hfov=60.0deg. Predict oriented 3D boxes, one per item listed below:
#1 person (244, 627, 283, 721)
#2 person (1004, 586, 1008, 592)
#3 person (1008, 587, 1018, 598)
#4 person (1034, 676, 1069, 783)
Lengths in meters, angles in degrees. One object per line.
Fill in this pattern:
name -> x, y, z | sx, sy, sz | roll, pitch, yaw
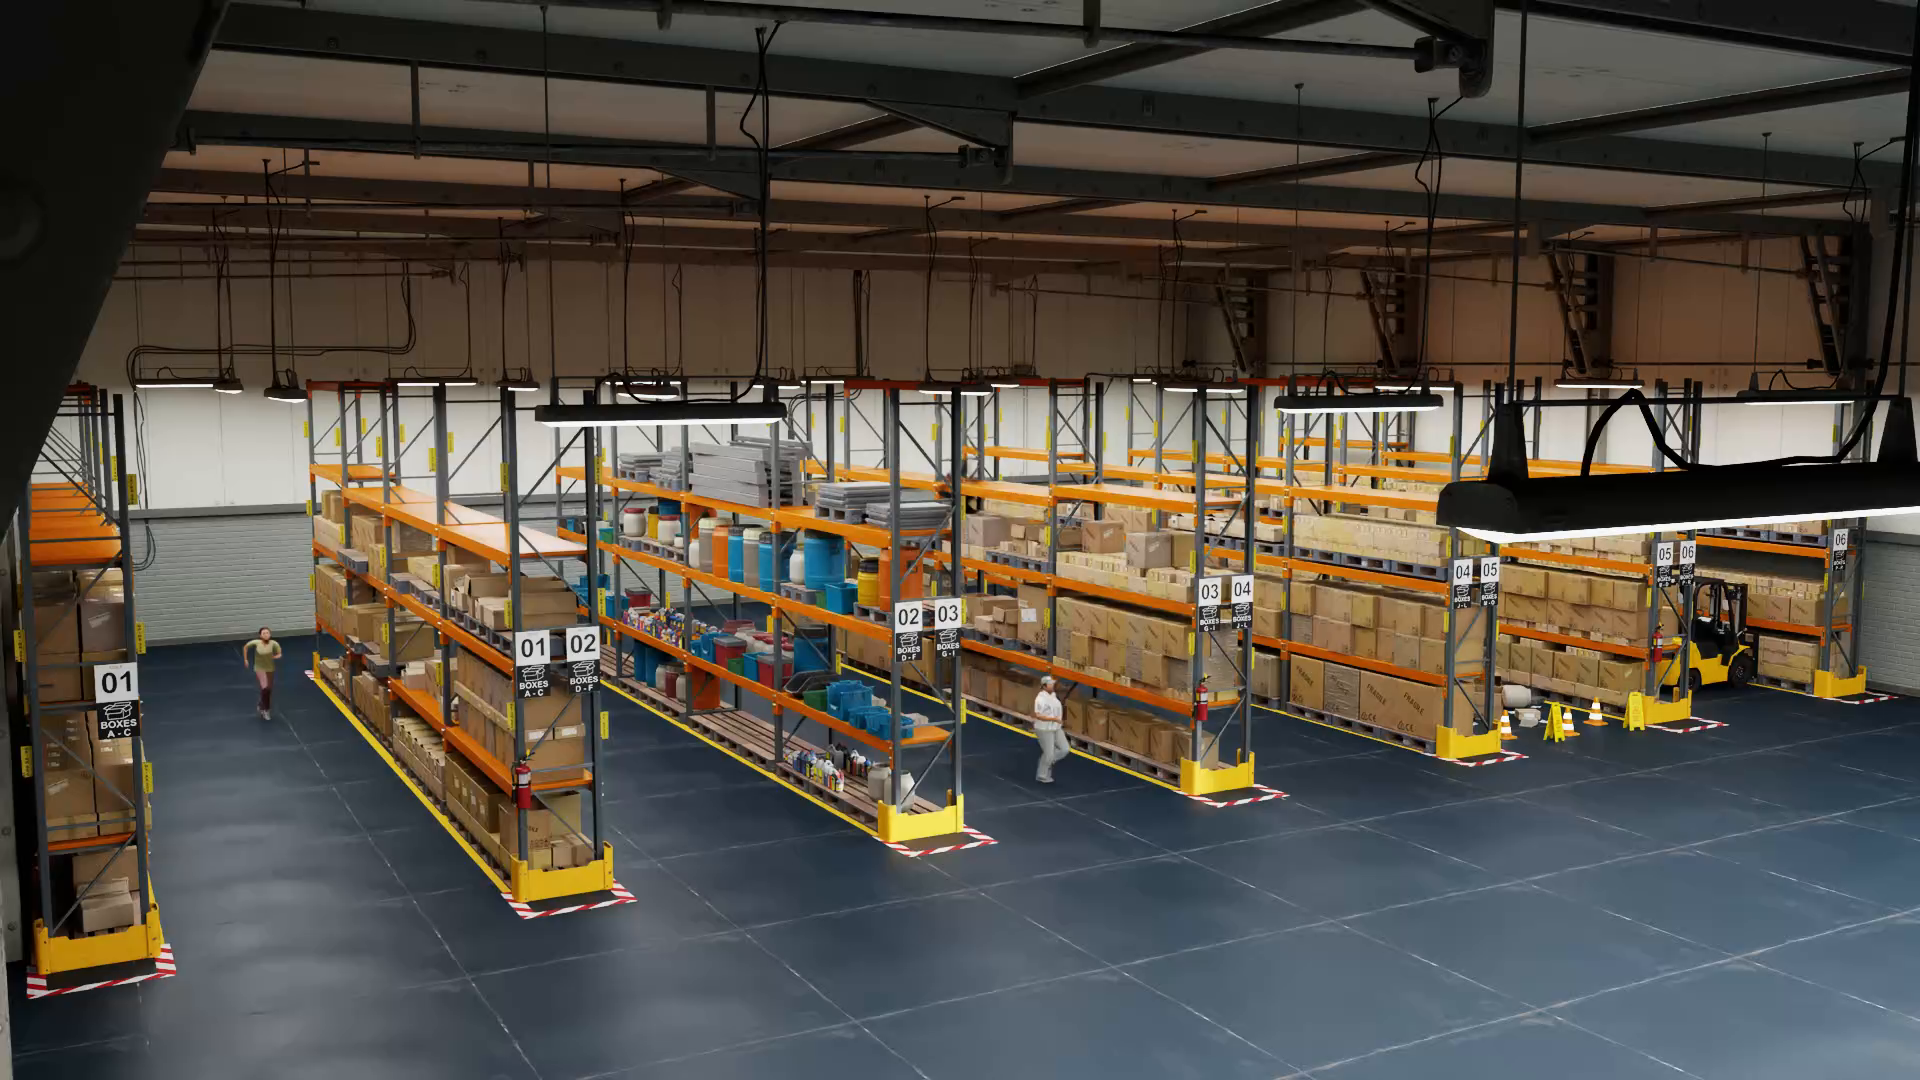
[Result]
person -> -12.393, 2.357, 29.621 | 0.602, 1.669, 0.796 | -4, 7, -33
person -> 1.384, 0.978, 42.987 | 0.585, 1.565, 0.521 | -3, 7, -27
person -> 1.404, 1.030, 41.829 | 0.676, 1.781, 0.688 | 3, 7, 28
person -> 1.393, 2.855, 25.077 | 0.545, 1.622, 0.593 | 5, 8, 36
